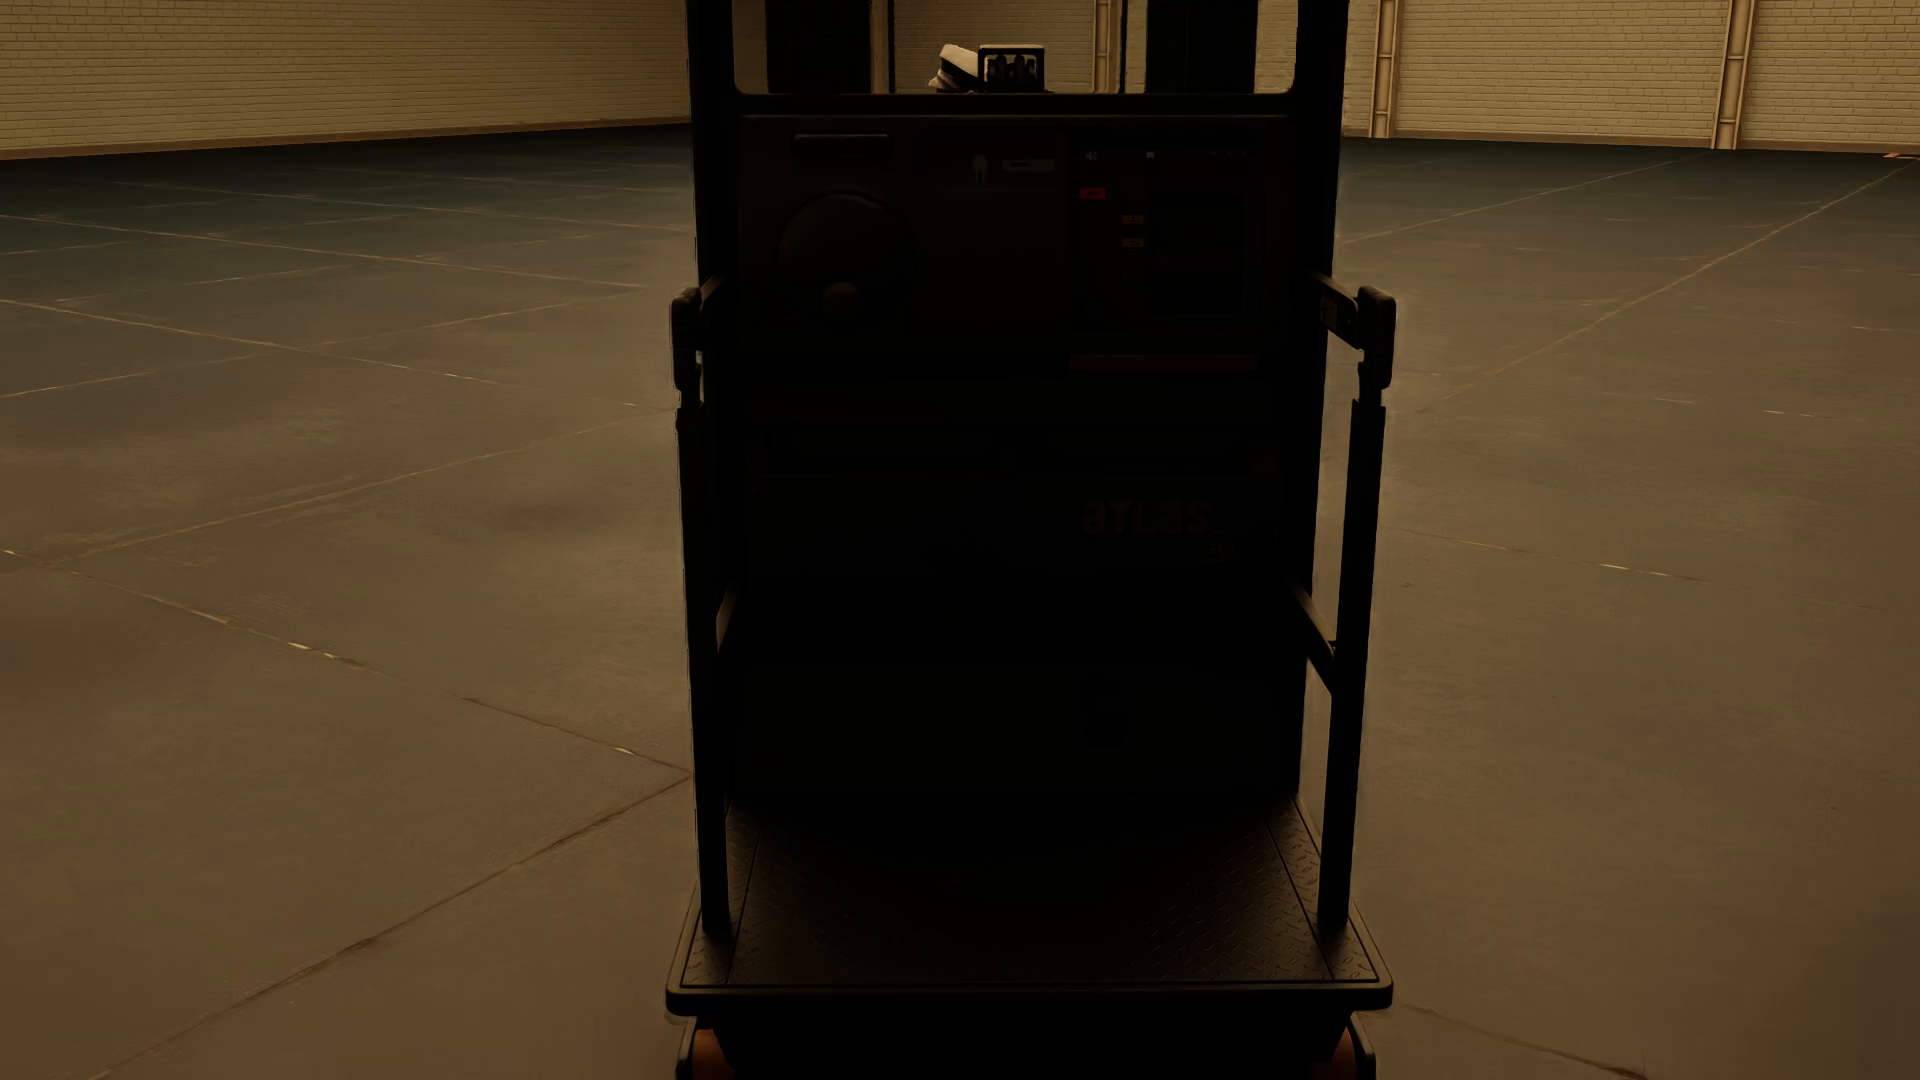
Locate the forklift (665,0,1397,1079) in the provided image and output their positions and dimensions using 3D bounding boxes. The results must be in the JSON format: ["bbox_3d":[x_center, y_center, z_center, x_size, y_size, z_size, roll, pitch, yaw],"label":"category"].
[{"bbox_3d":[0.099,-0.529,2.601,1.130,2.935,3.031,0,17,-1],"label":"forklift"}]

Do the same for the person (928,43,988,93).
[{"bbox_3d":[-0.053,-0.831,5.746,0.531,1.695,0.588,11,20,33],"label":"person"}]
